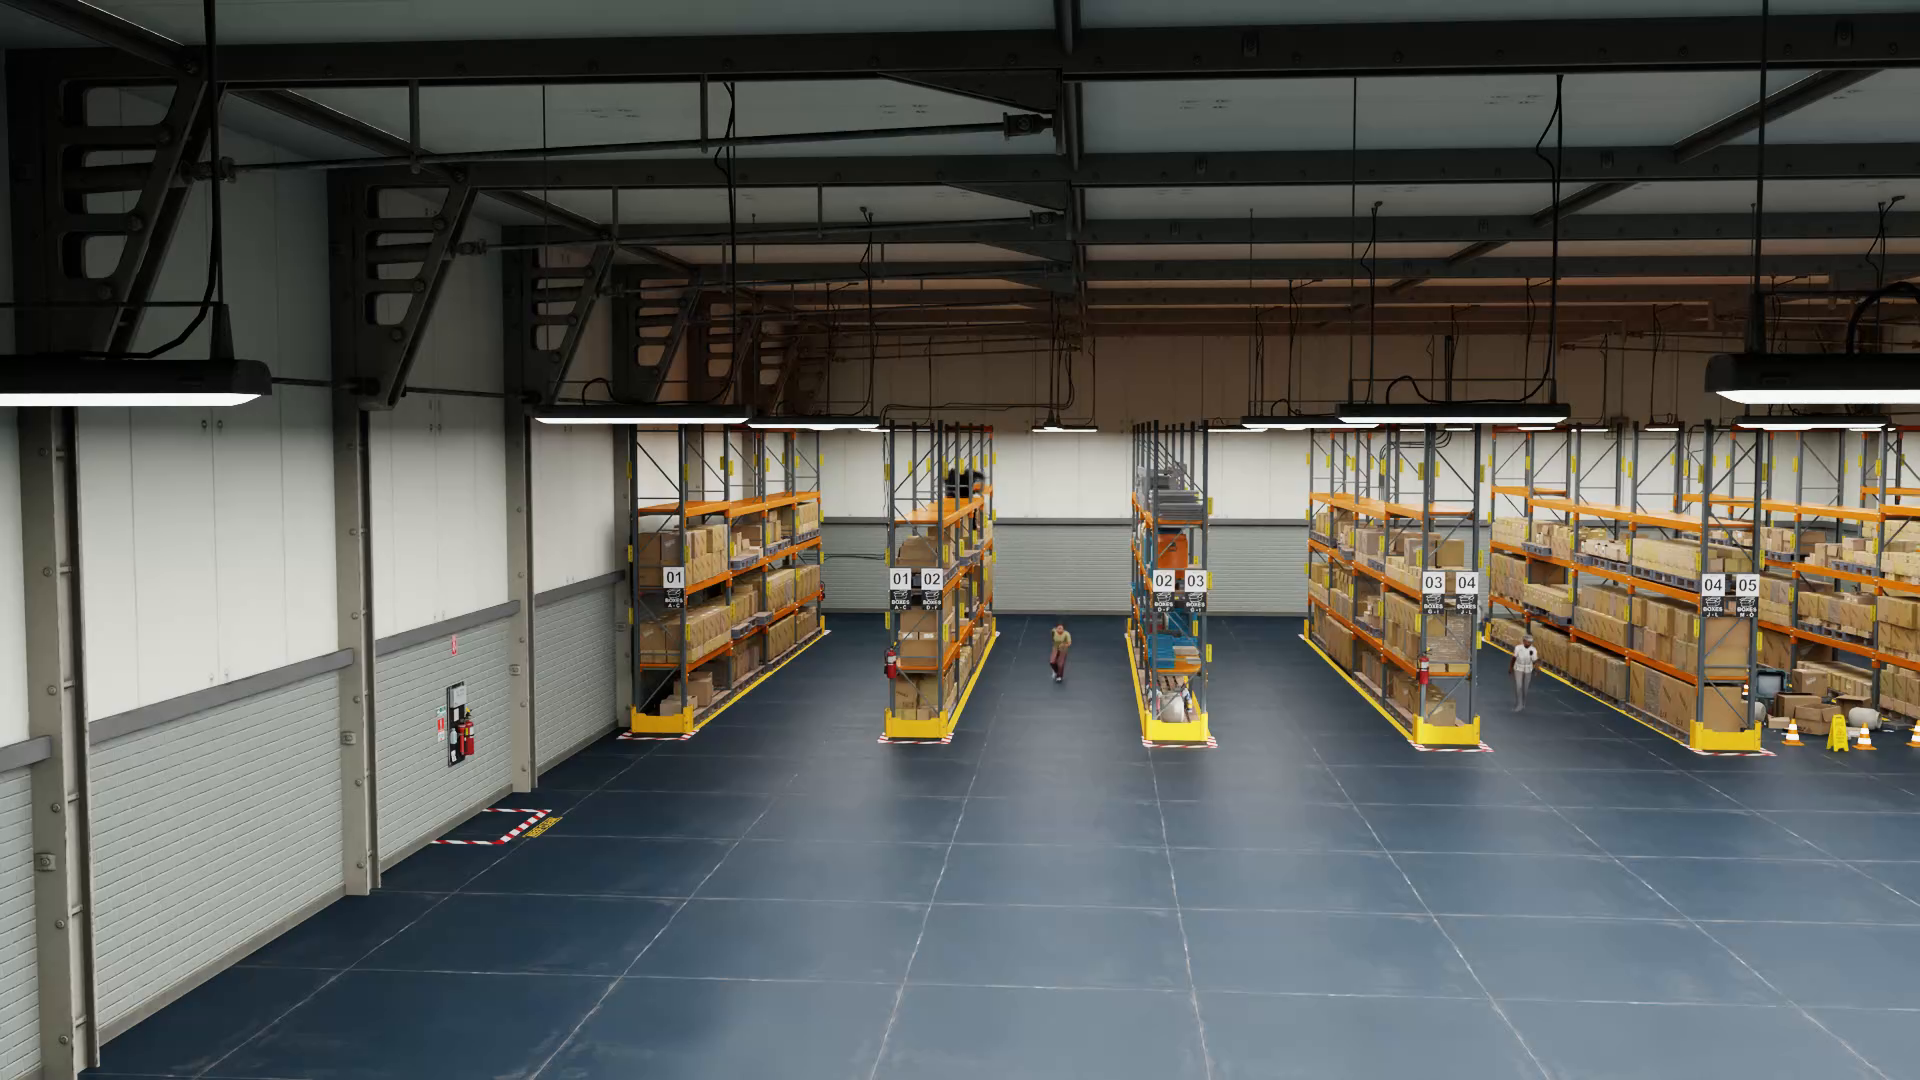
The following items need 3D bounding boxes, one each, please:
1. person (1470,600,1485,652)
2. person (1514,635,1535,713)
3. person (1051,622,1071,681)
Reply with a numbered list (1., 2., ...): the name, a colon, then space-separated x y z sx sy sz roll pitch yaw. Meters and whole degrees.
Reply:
1. person: 13.319 2.132 43.181 0.655 1.721 0.603 0 4 7
2. person: 11.690 2.750 34.553 0.425 1.614 0.696 0 4 5
3. person: 2.310 2.566 38.344 0.590 1.438 0.927 1 4 16
